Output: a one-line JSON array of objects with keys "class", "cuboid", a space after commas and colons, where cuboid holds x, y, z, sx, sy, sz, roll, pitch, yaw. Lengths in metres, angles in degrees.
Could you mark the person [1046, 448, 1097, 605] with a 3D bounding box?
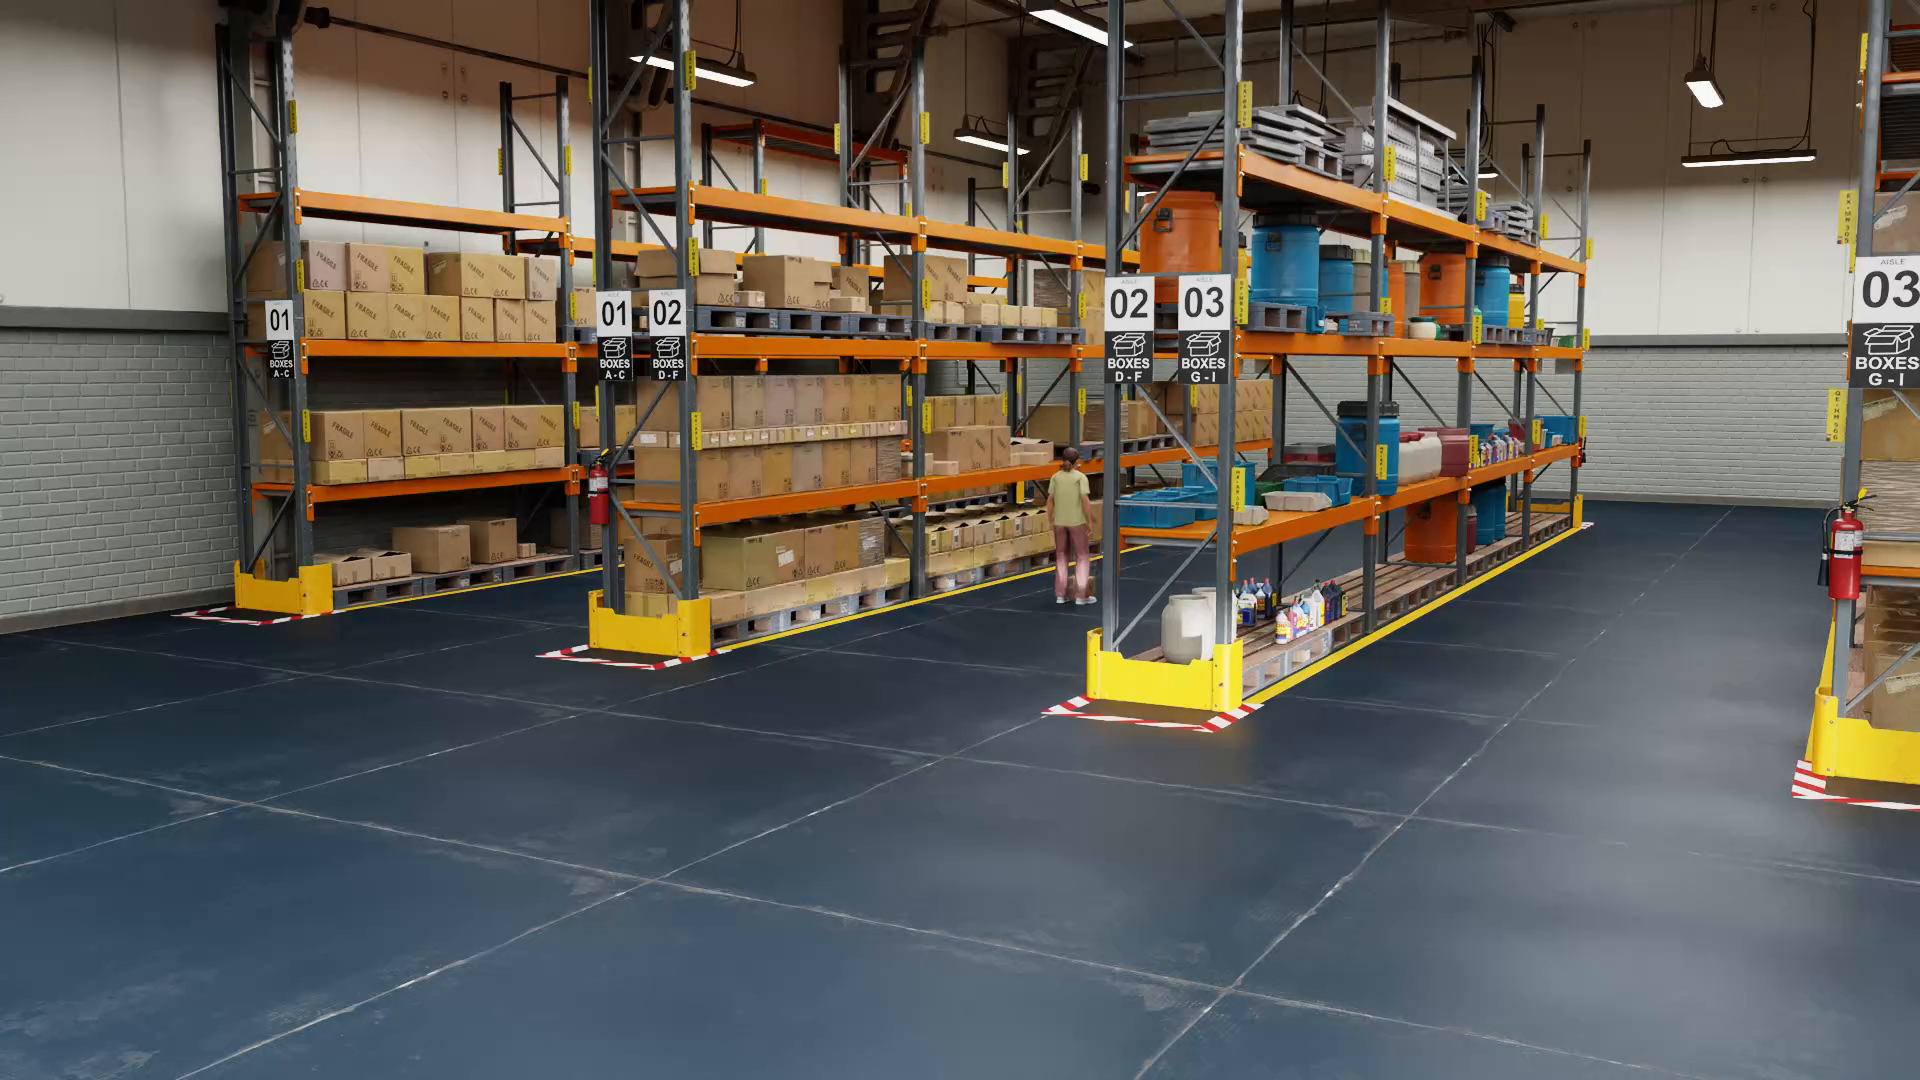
[{"class": "person", "cuboid": [1.186, -0.153, 17.792, 0.510, 1.671, 0.365, 3, 7, 25]}]
